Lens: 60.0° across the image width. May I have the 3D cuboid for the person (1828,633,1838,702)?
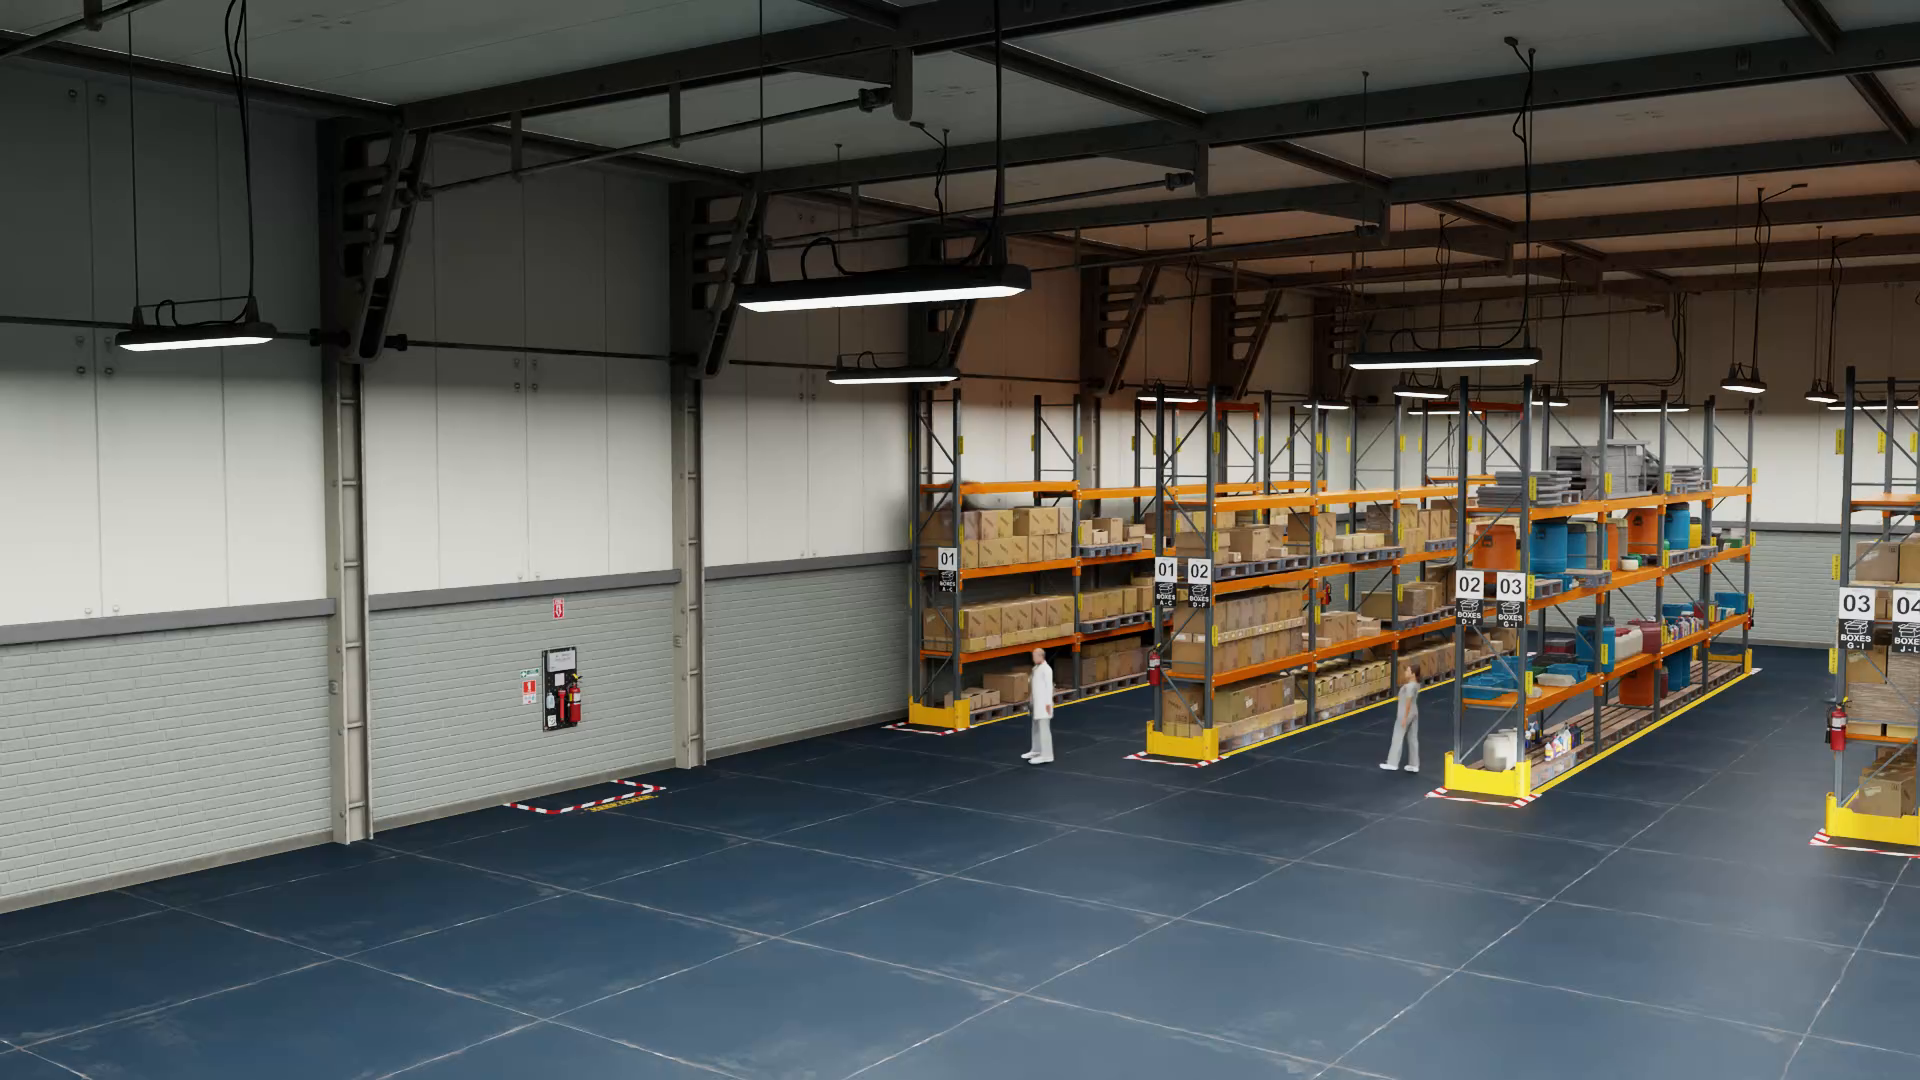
[{"bbox_3d":[17.205,2.268,32.424,0.504,1.772,0.554,1,3,19],"label":"person"}]

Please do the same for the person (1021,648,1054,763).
[{"bbox_3d":[1.223,2.603,26.349,0.433,1.777,0.640,-1,3,-16],"label":"person"}]

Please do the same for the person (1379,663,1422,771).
[{"bbox_3d":[6.789,2.709,25.557,0.457,1.665,0.617,-3,4,-43],"label":"person"}]
